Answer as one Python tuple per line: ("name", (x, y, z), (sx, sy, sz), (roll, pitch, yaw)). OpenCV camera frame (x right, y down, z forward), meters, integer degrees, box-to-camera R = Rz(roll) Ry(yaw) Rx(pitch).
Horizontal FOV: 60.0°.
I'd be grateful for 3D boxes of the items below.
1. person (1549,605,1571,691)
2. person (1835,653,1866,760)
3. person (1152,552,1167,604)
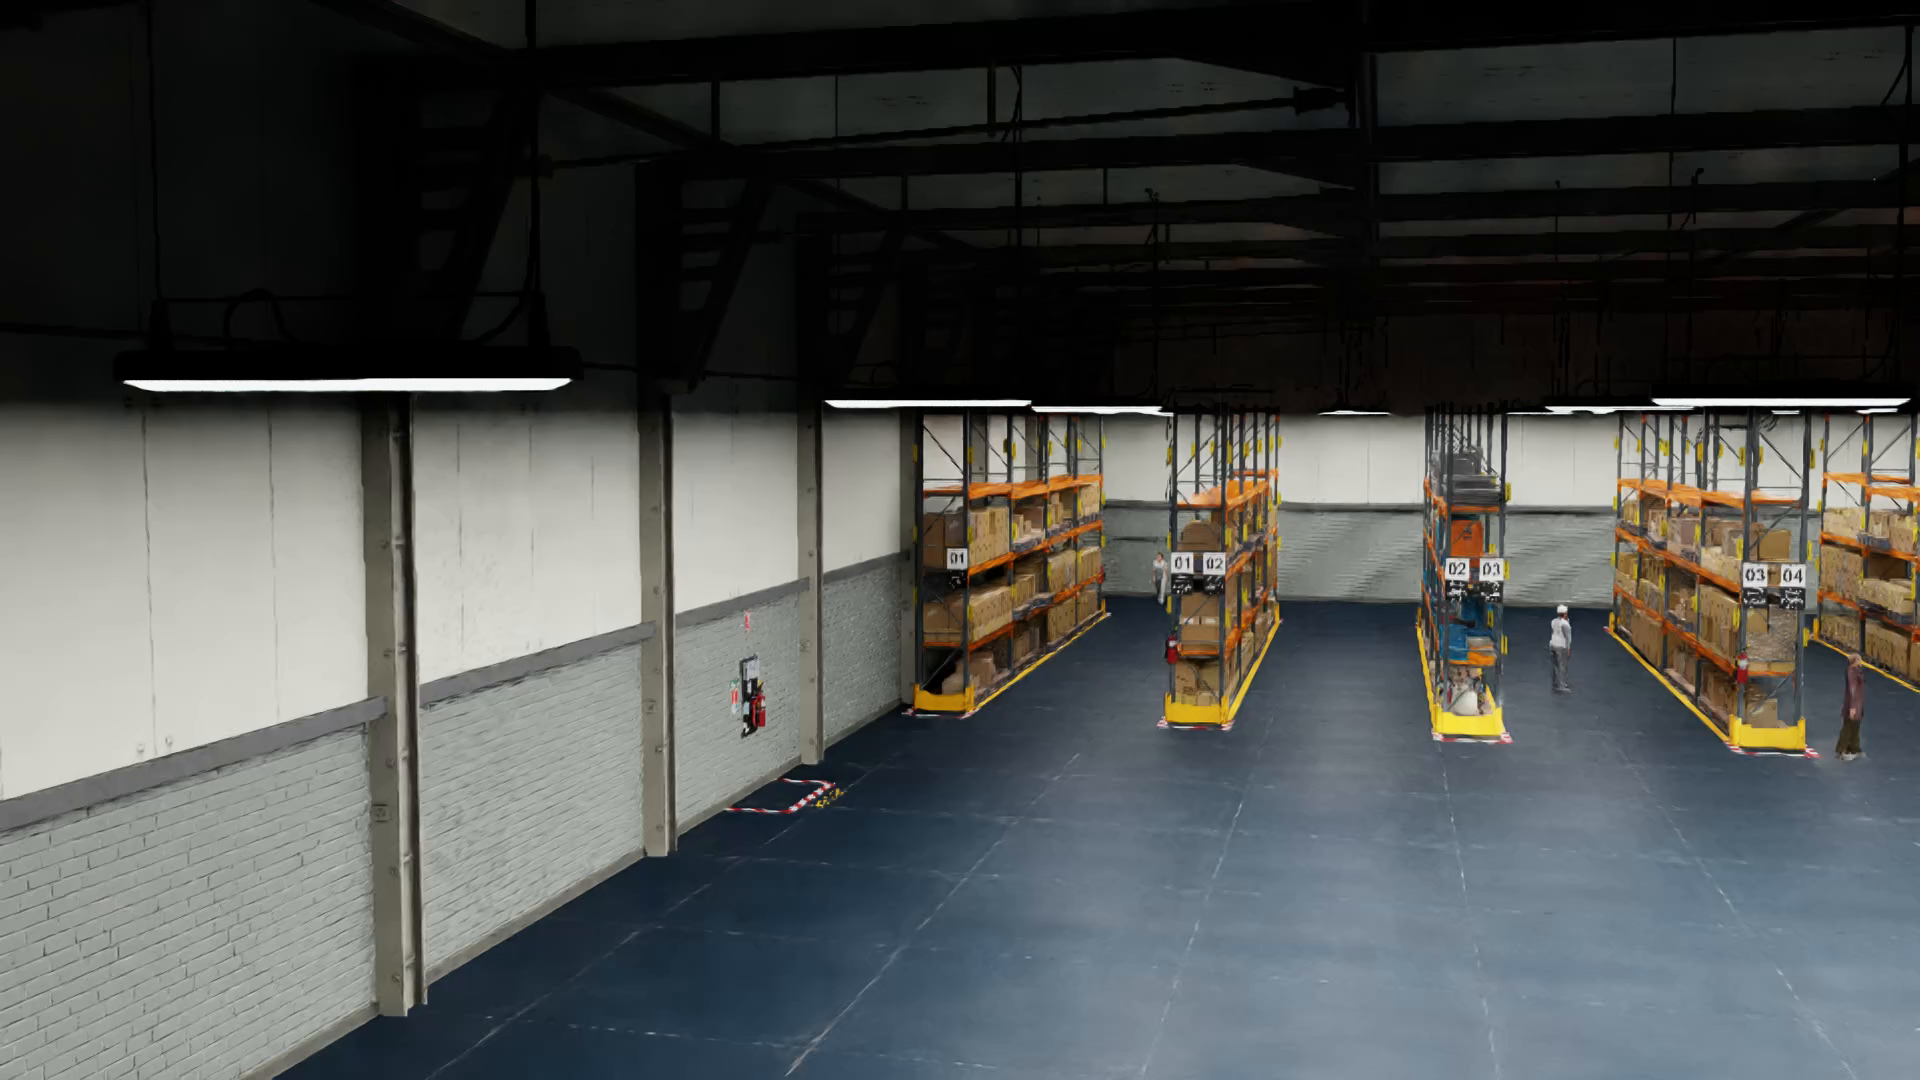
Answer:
("person", (12.637, 2.245, 34.865), (0.463, 1.782, 0.598), (-1, 4, -12))
("person", (14.930, 2.772, 27.810), (0.491, 1.780, 0.710), (2, 5, 25))
("person", (6.115, 1.144, 50.977), (0.447, 1.588, 1.096), (1, 4, 16))
